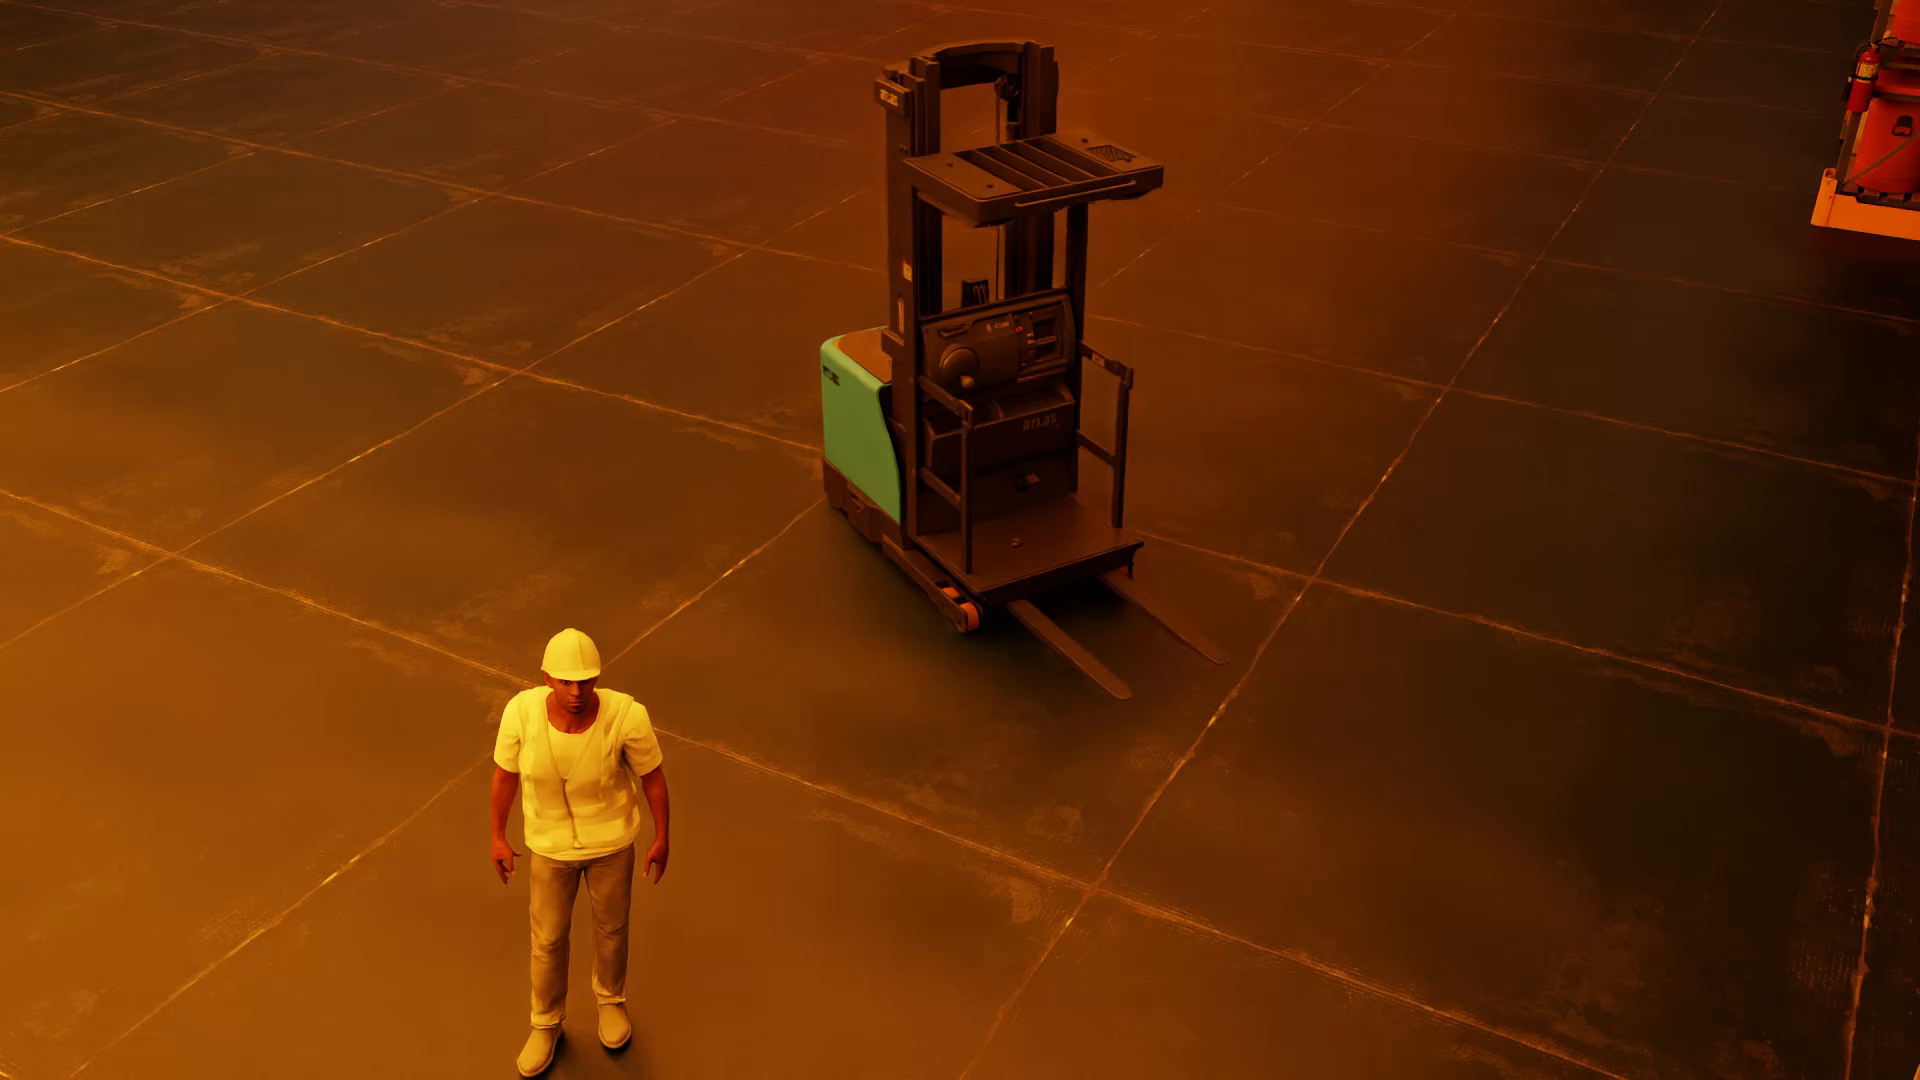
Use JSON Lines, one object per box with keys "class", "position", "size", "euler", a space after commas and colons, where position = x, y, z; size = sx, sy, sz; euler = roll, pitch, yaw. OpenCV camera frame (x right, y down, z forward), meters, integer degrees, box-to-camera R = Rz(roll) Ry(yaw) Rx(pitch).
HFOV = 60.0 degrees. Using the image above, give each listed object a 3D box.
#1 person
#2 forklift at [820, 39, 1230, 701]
{"class": "person", "position": [-1.418, 1.161, 6.209], "size": [0.666, 1.765, 0.578], "euler": [-3, 30, -5]}
{"class": "forklift", "position": [0.325, -1.024, 8.845], "size": [1.130, 2.935, 3.031], "euler": [-16, 34, -26]}
